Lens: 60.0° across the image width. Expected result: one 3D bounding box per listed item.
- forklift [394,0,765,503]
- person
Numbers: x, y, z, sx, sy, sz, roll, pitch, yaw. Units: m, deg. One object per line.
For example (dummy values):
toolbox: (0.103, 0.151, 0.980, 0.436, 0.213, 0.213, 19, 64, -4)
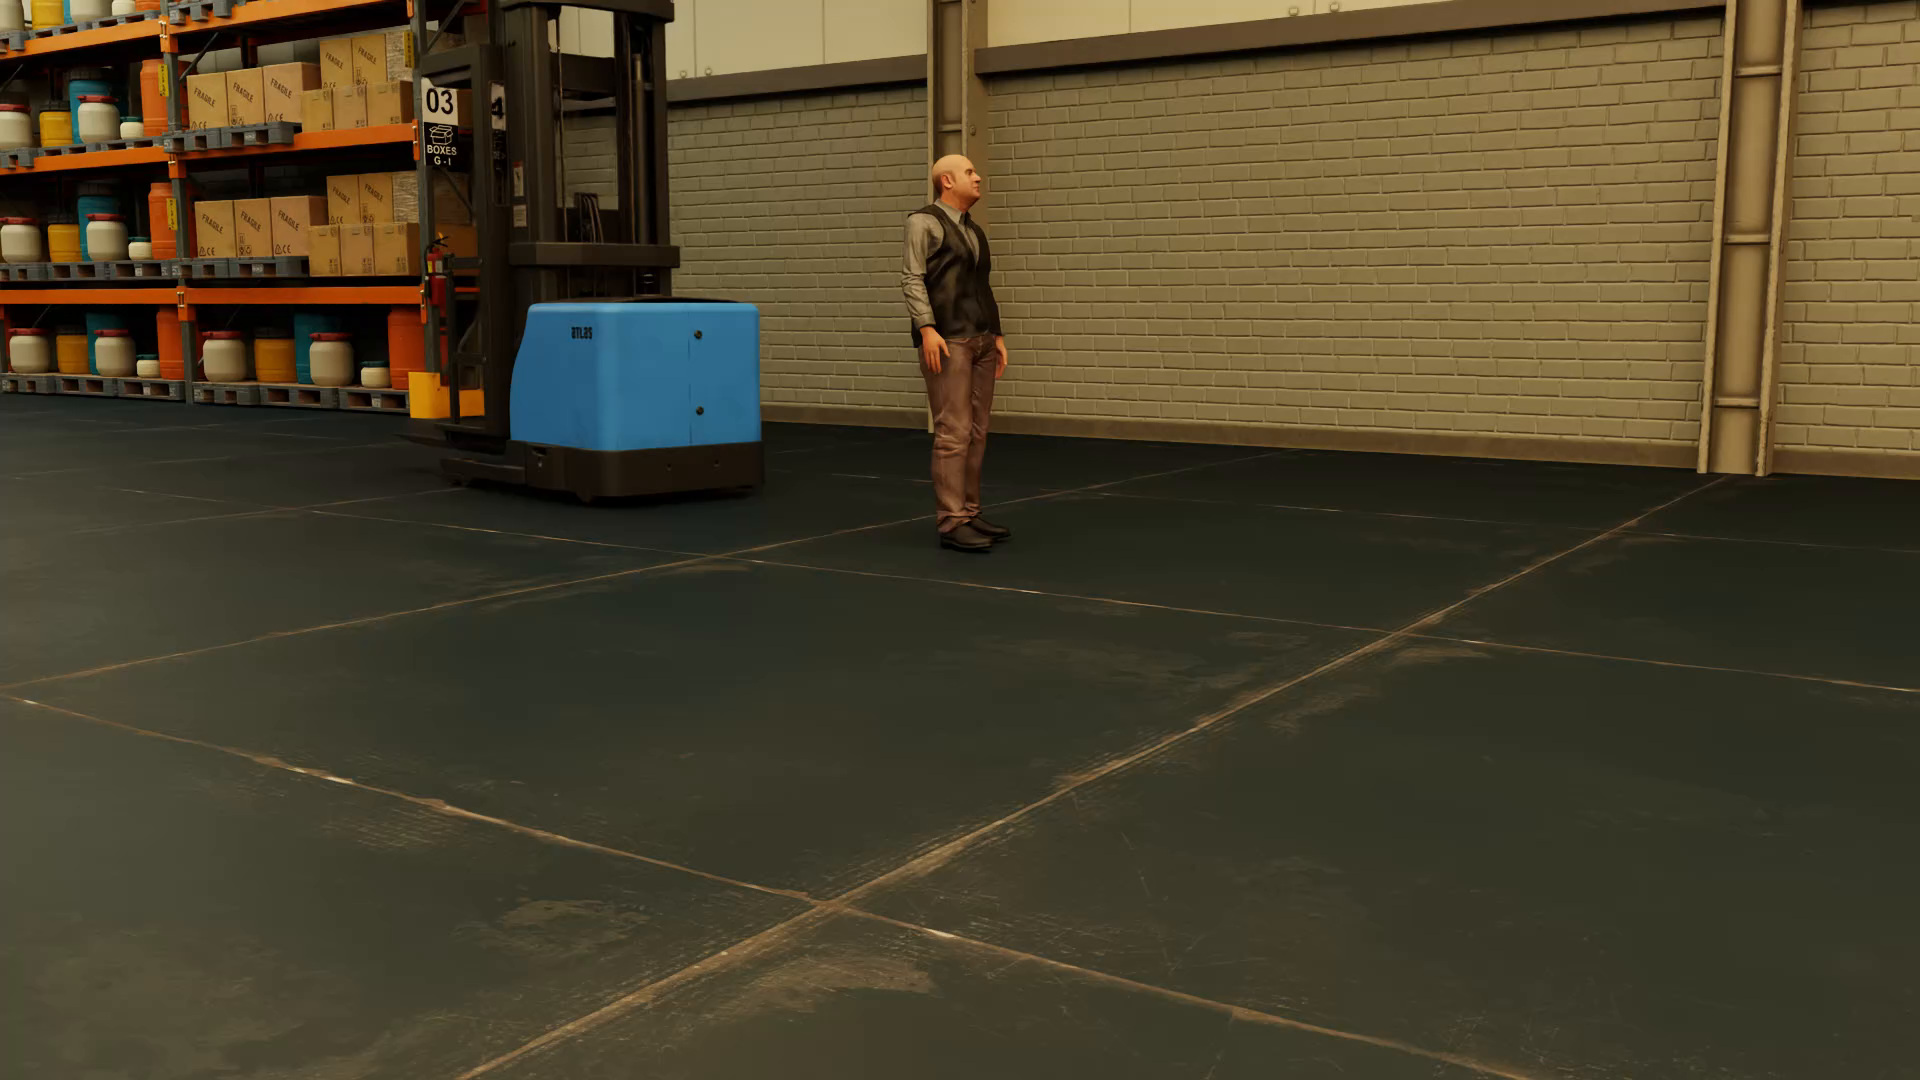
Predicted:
forklift: (-2.458, -1.804, 9.879, 1.130, 2.935, 3.031, -7, 11, -42)
person: (0.047, -0.854, 7.440, 0.568, 1.720, 0.632, 5, 10, 34)
